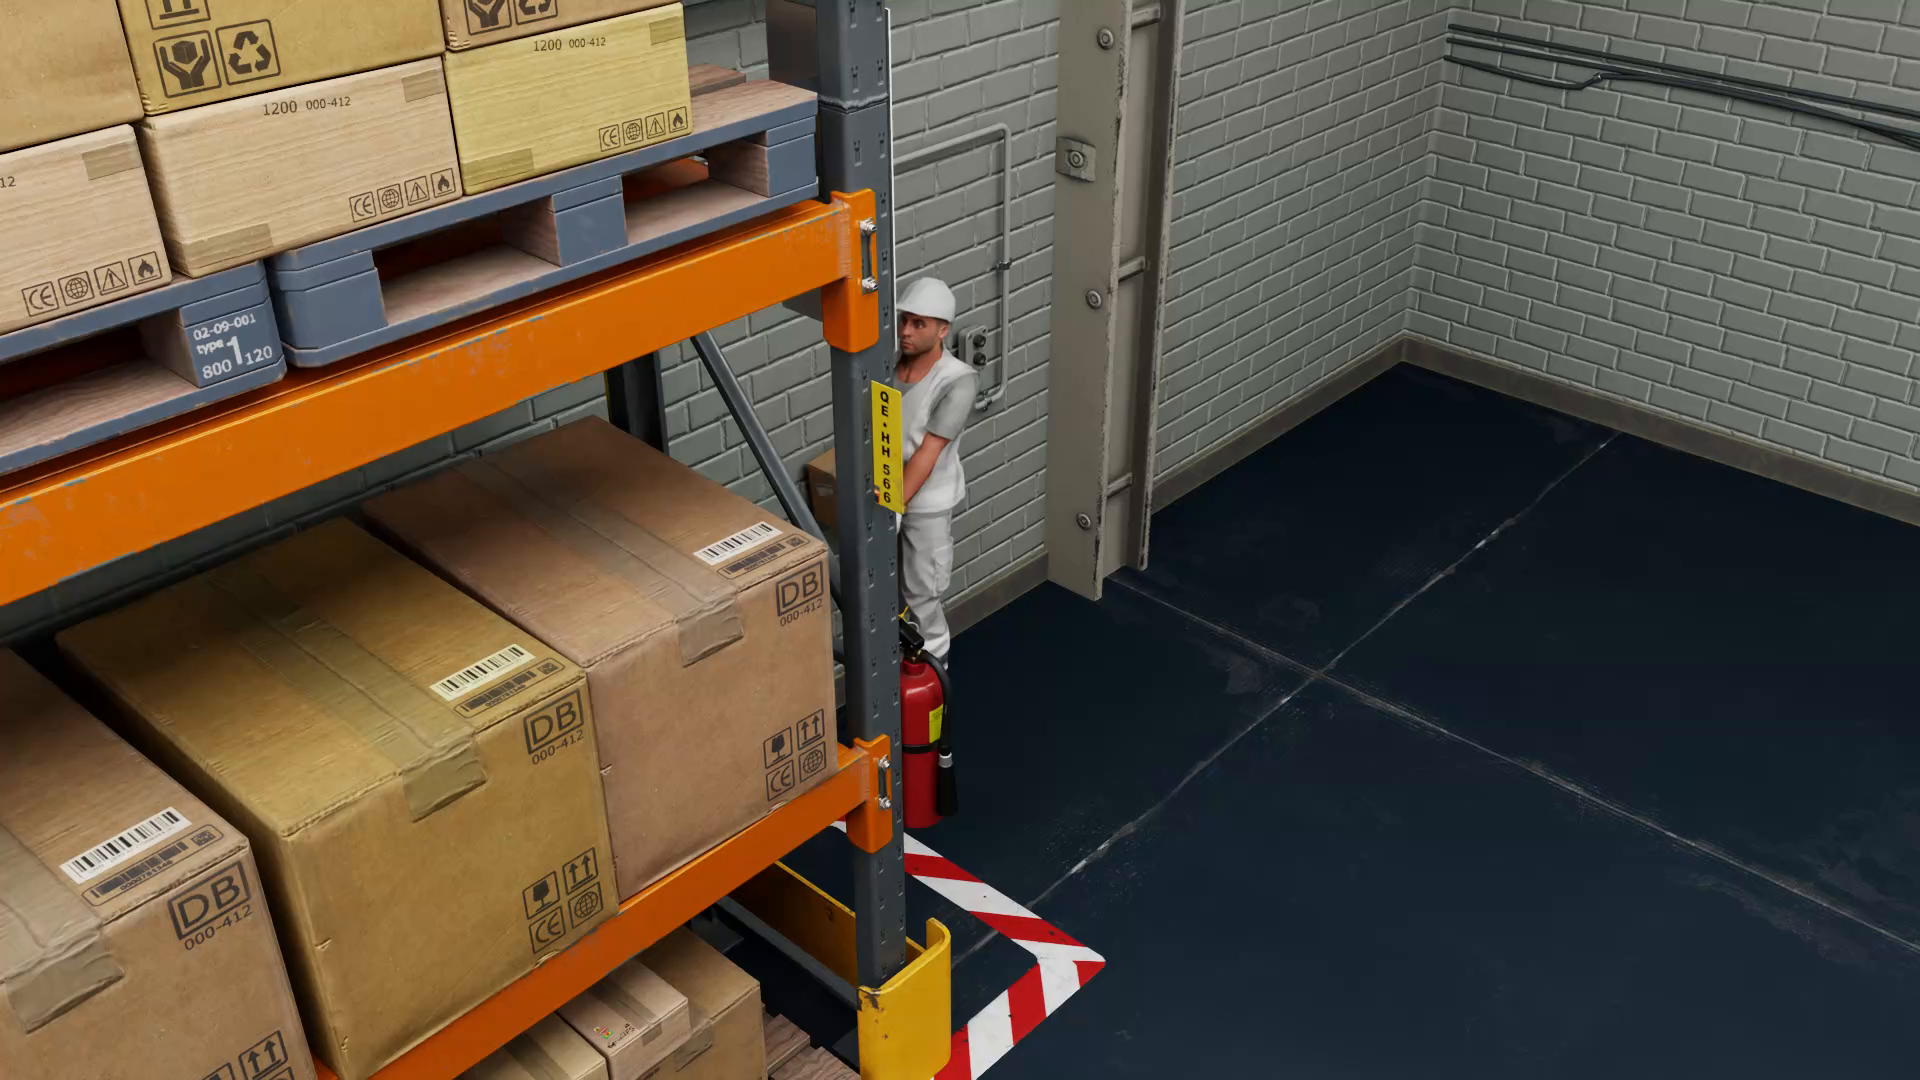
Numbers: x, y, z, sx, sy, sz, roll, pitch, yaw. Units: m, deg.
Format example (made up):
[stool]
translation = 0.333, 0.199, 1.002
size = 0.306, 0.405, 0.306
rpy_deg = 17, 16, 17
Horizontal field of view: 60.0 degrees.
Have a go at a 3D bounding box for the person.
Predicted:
[person]
translation = -0.242, -0.108, 6.297
size = 0.493, 1.782, 0.572
rpy_deg = 26, 40, 36
